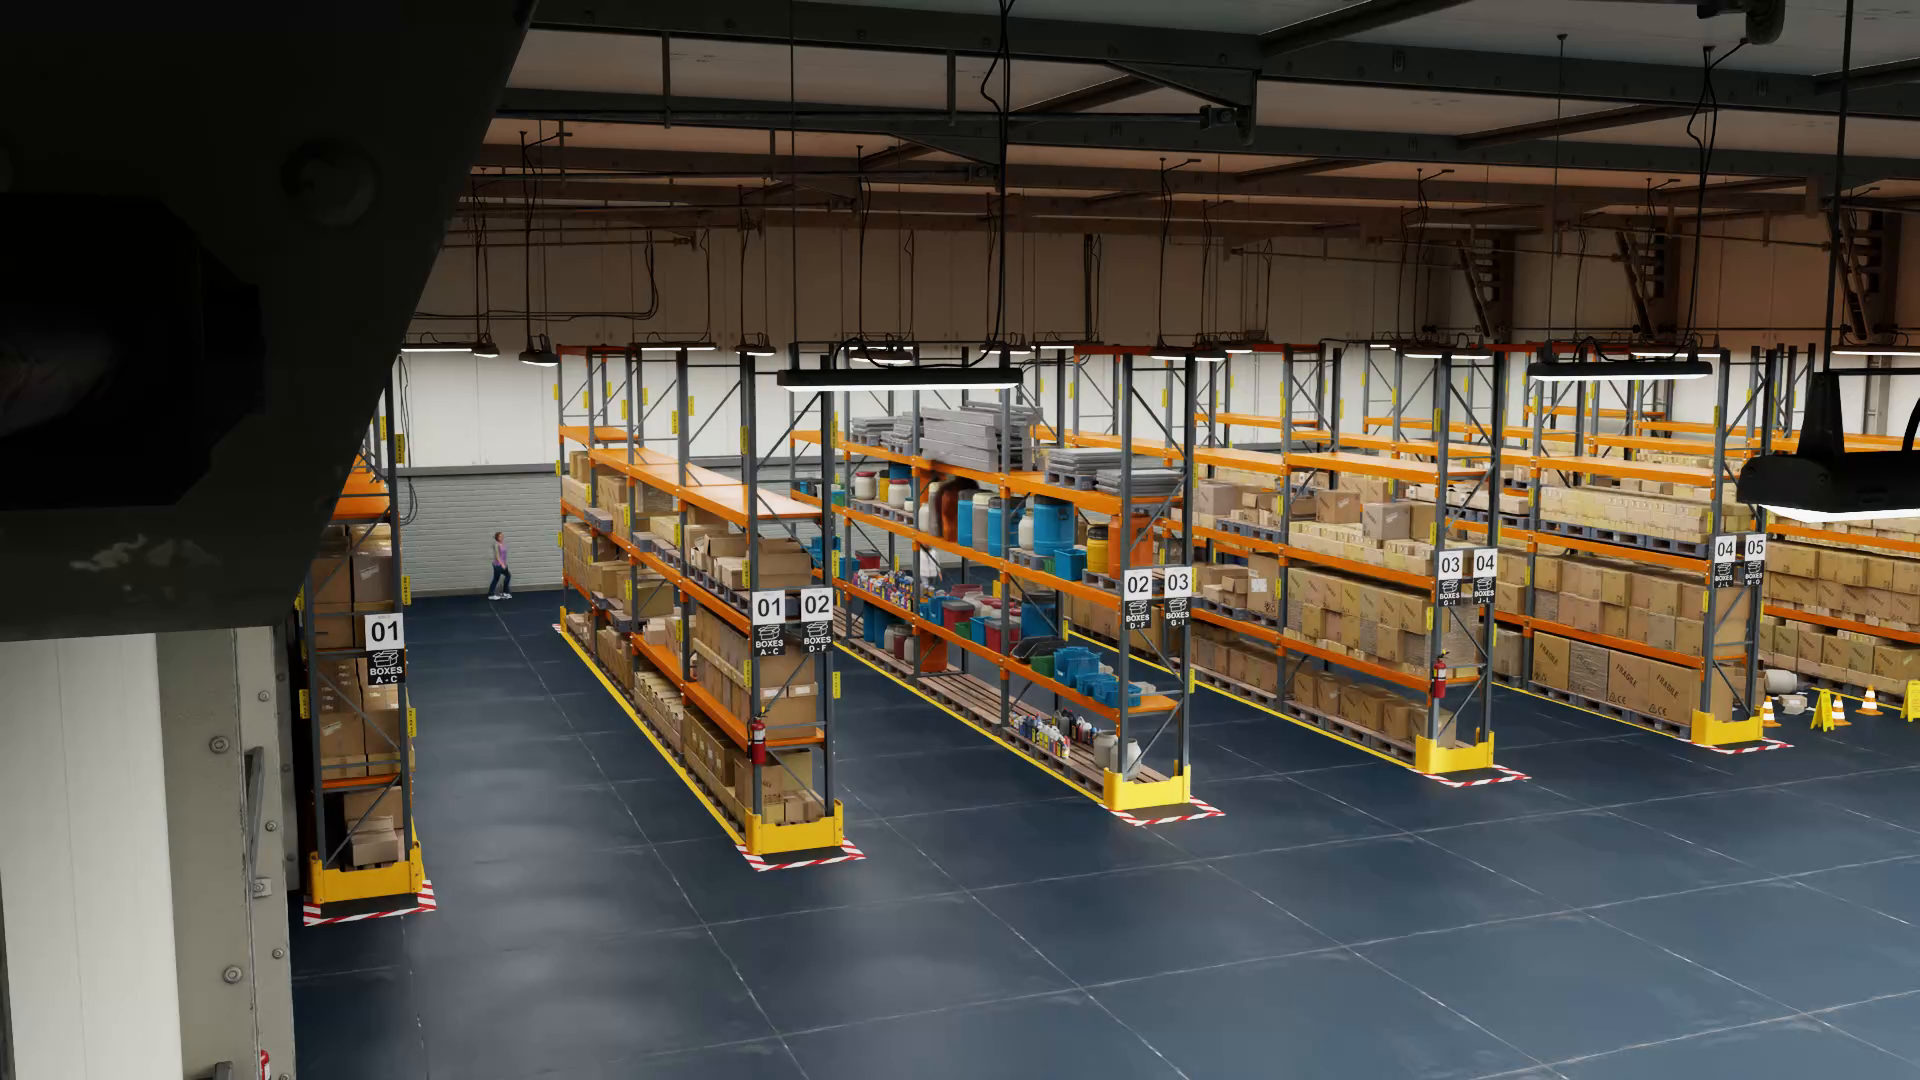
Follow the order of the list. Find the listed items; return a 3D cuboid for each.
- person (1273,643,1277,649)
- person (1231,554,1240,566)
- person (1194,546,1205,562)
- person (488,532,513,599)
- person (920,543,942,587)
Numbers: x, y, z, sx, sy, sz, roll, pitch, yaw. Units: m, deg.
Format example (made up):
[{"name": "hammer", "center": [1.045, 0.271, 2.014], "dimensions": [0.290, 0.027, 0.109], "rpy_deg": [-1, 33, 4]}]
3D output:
[{"name": "person", "center": [6.310, 1.368, 32.490], "dimensions": [0.535, 1.780, 0.846], "rpy_deg": [-2, 8, -18]}, {"name": "person", "center": [7.130, 0.036, 43.216], "dimensions": [0.566, 1.696, 0.483], "rpy_deg": [-7, 10, -44]}, {"name": "person", "center": [5.848, 0.193, 41.639], "dimensions": [0.999, 1.669, 0.688], "rpy_deg": [-1, 7, -5]}, {"name": "person", "center": [-10.755, 0.616, 38.818], "dimensions": [0.577, 1.613, 0.542], "rpy_deg": [-2, 7, -13]}, {"name": "person", "center": [-0.713, 0.781, 37.035], "dimensions": [0.564, 1.732, 1.066], "rpy_deg": [-3, 8, -25]}]
